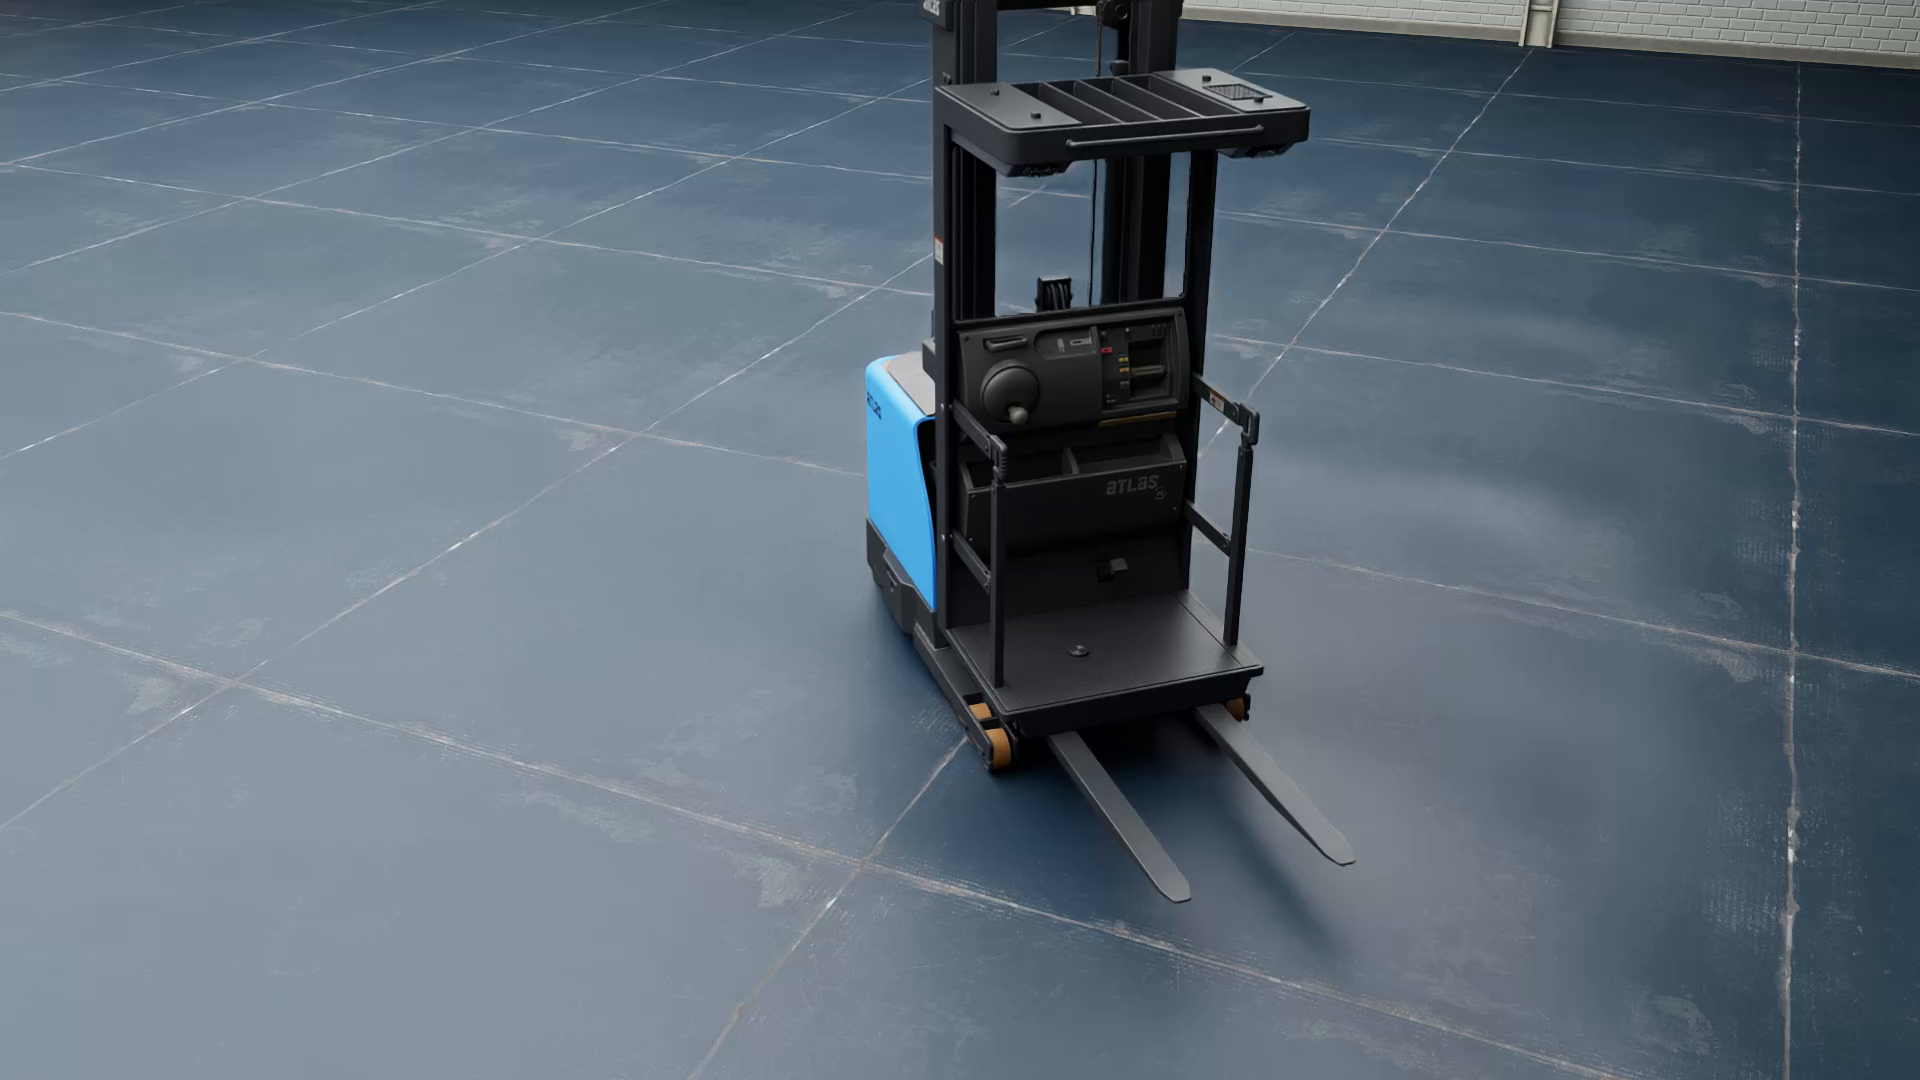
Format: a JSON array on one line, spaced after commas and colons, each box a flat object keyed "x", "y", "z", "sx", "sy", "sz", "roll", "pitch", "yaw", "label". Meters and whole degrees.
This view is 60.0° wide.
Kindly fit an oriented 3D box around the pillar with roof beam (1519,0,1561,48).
[{"x": 5.459, "y": -8.524, "z": 15.375, "sx": 0.400, "sy": 9.000, "sz": 9.100, "roll": 11, "pitch": 28, "yaw": 22, "label": "pillar with roof beam"}]

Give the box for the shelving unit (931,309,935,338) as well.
[{"x": 0.003, "y": -0.556, "z": 8.021, "sx": 0.189, "sy": 1.200, "sz": 0.258, "roll": 13, "pitch": 29, "yaw": 24, "label": "shelving unit"}]

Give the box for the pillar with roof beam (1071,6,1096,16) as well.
[{"x": -0.003, "y": -9.621, "z": 17.603, "sx": 0.400, "sy": 9.000, "sz": 9.100, "roll": 11, "pitch": 28, "yaw": 22, "label": "pillar with roof beam"}]

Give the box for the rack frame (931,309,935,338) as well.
[{"x": -0.078, "y": -0.575, "z": 8.059, "sx": 0.006, "sy": 1.200, "sz": 0.240, "roll": 13, "pitch": 29, "yaw": 24, "label": "rack frame"}]

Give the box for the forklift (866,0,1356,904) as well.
[{"x": 0.519, "y": -0.624, "z": 6.200, "sx": 1.130, "sy": 2.935, "sz": 3.031, "roll": -9, "pitch": 27, "yaw": -17, "label": "forklift"}]
